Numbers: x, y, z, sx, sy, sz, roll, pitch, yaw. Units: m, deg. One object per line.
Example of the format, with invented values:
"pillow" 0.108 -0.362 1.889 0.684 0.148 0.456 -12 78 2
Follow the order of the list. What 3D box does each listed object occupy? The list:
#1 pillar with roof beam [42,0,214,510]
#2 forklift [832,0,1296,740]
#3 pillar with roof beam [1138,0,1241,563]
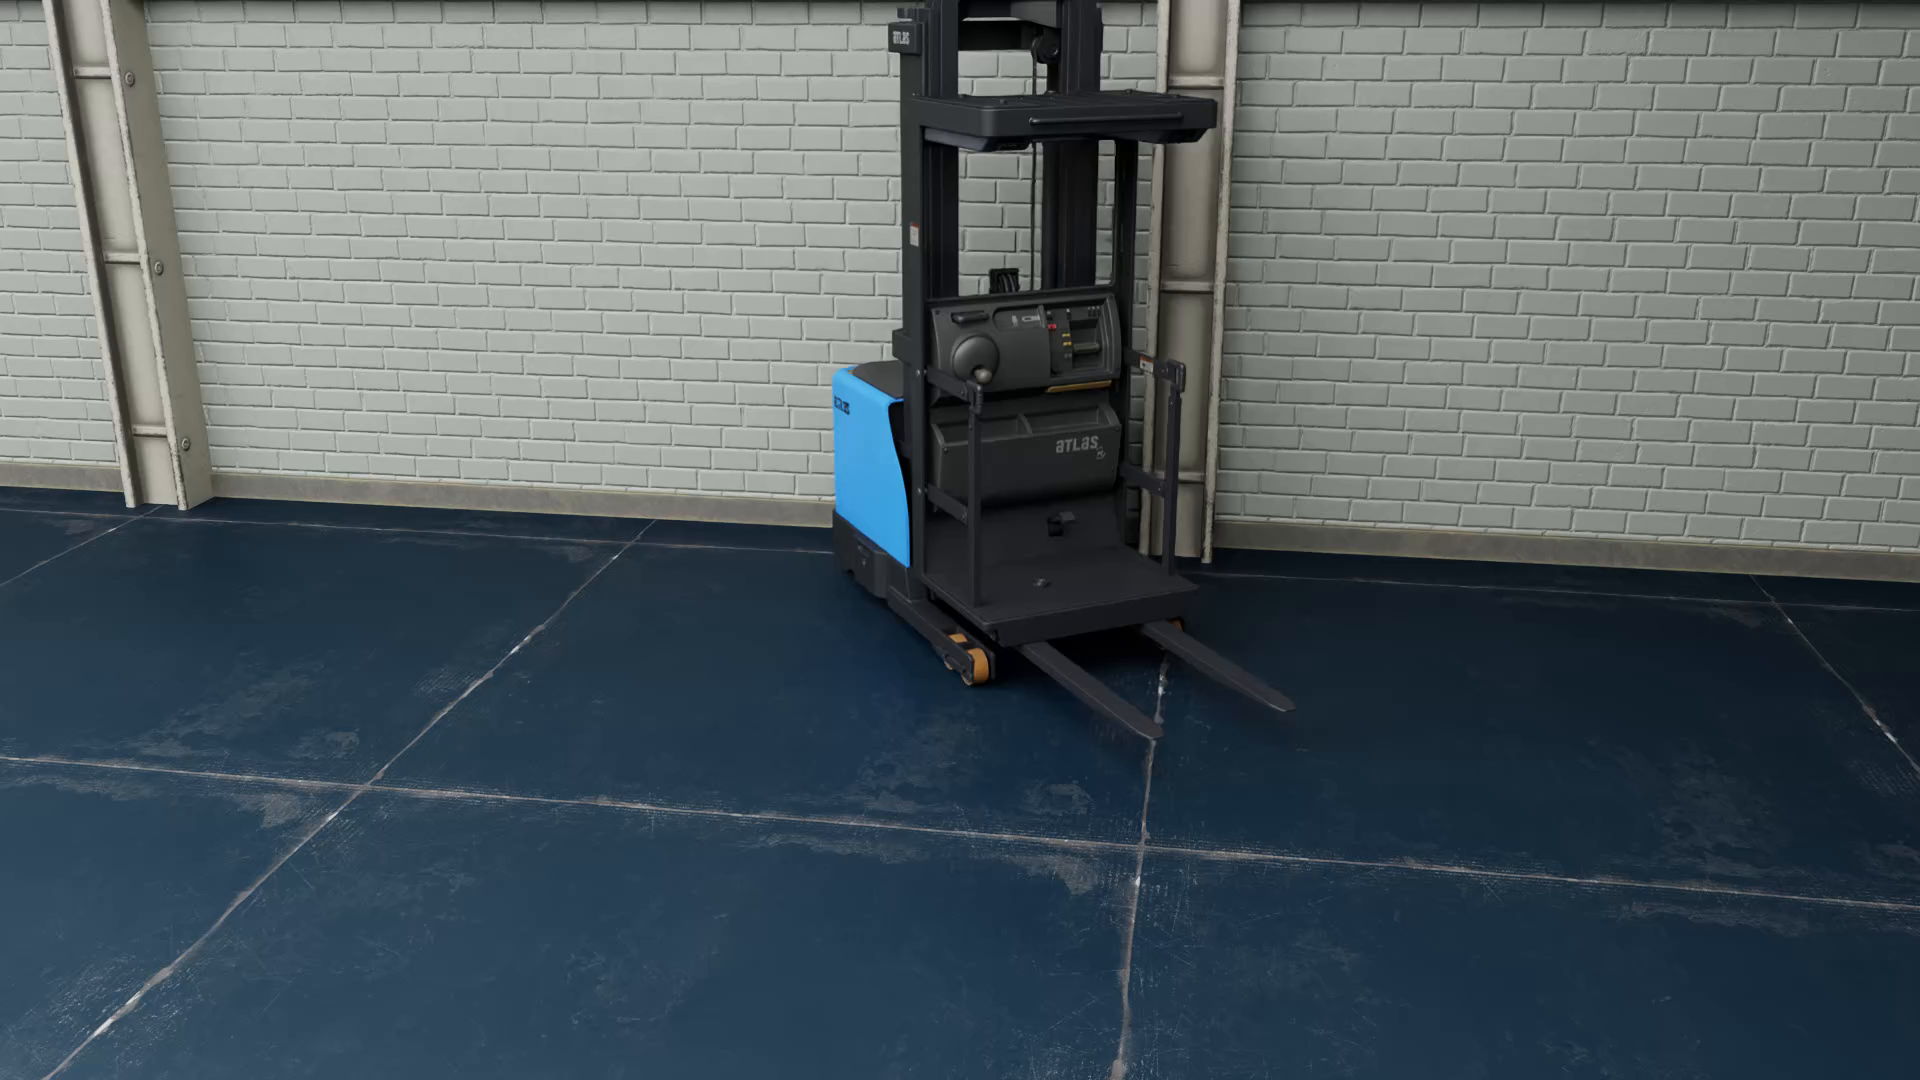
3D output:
"pillar with roof beam" -5.425 -3.154 4.547 0.400 9.000 9.100 3 19 9
"forklift" 0.400 -0.901 7.376 1.130 2.935 3.031 -8 20 -23
"pillar with roof beam" 0.499 -2.852 3.644 0.400 9.000 9.100 3 19 9
